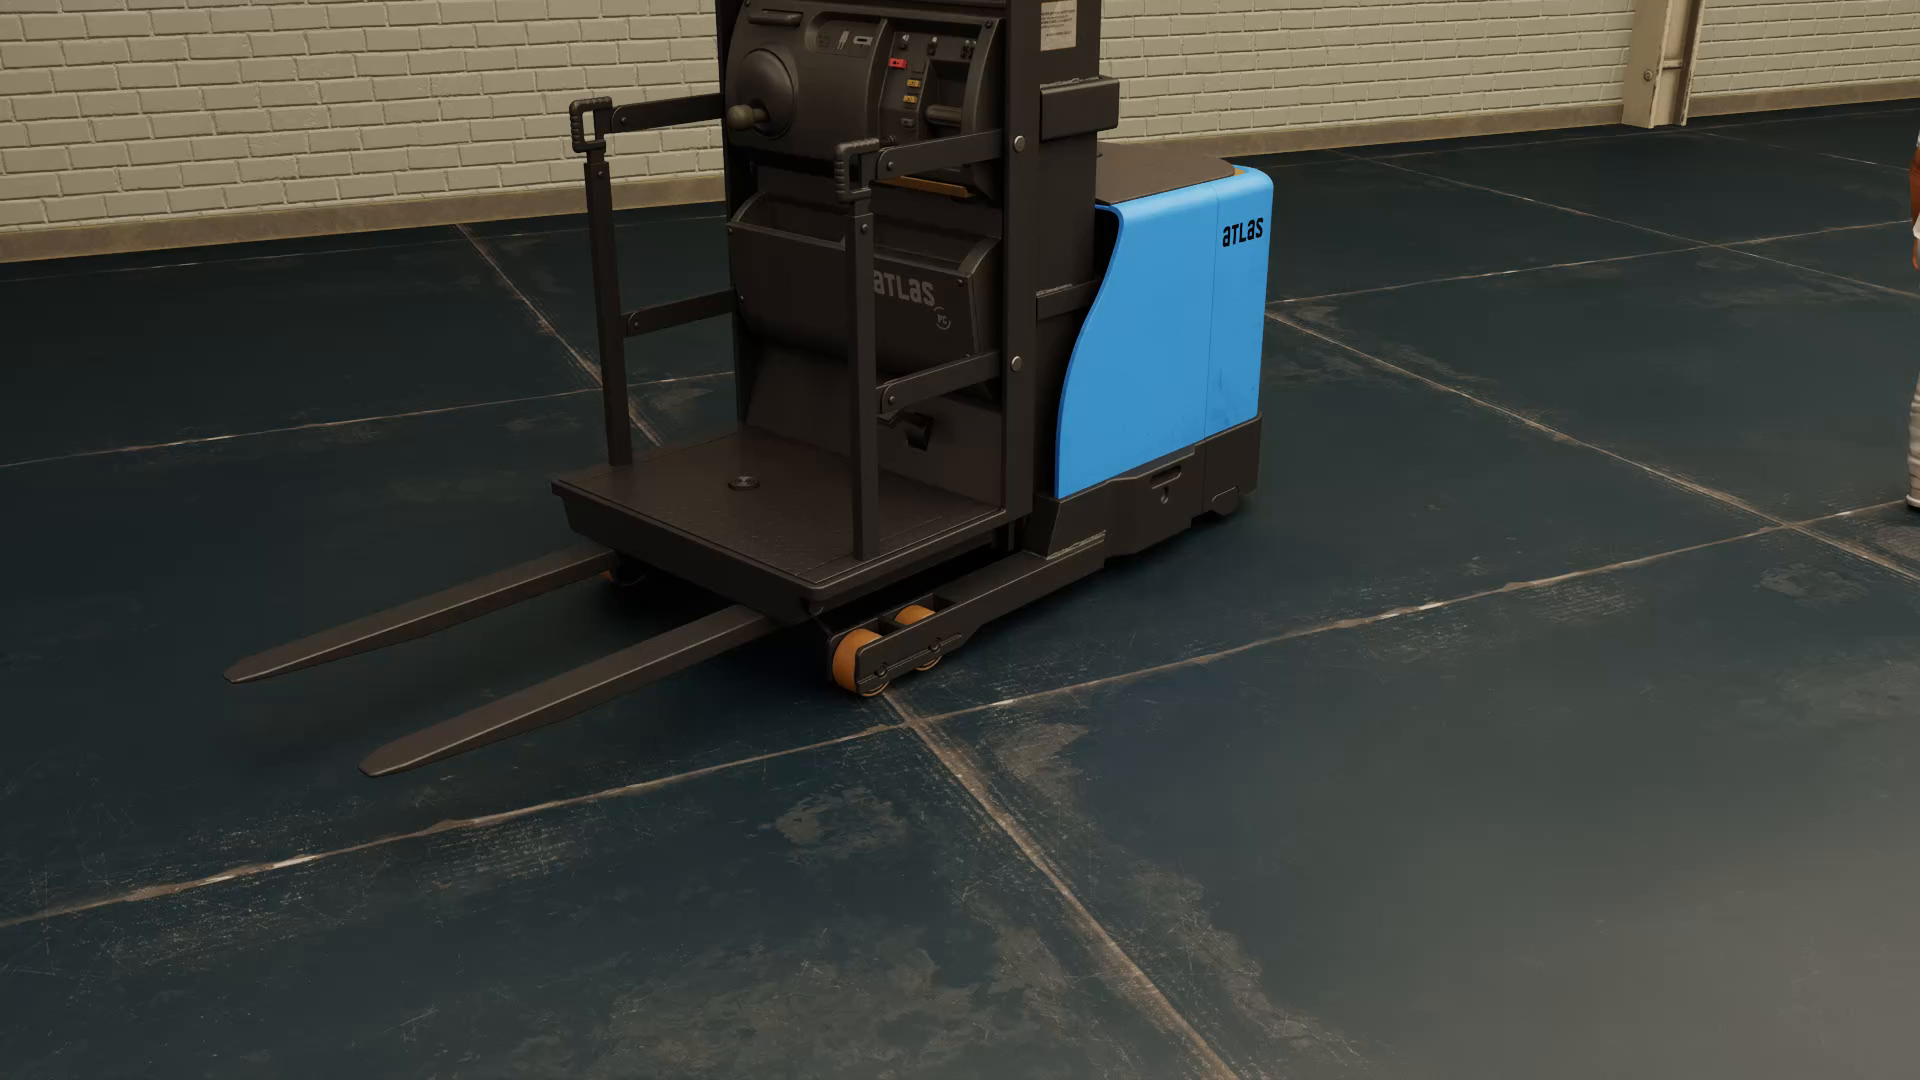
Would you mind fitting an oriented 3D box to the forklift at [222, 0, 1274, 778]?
[{"bbox_3d":[-0.413,-1.182,4.131,1.130,2.935,3.031,19,29,39],"label":"forklift"}]

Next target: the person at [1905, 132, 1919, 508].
[{"bbox_3d":[3.191,-0.875,5.023,0.529,1.670,0.598,-12,26,-28],"label":"person"}]
